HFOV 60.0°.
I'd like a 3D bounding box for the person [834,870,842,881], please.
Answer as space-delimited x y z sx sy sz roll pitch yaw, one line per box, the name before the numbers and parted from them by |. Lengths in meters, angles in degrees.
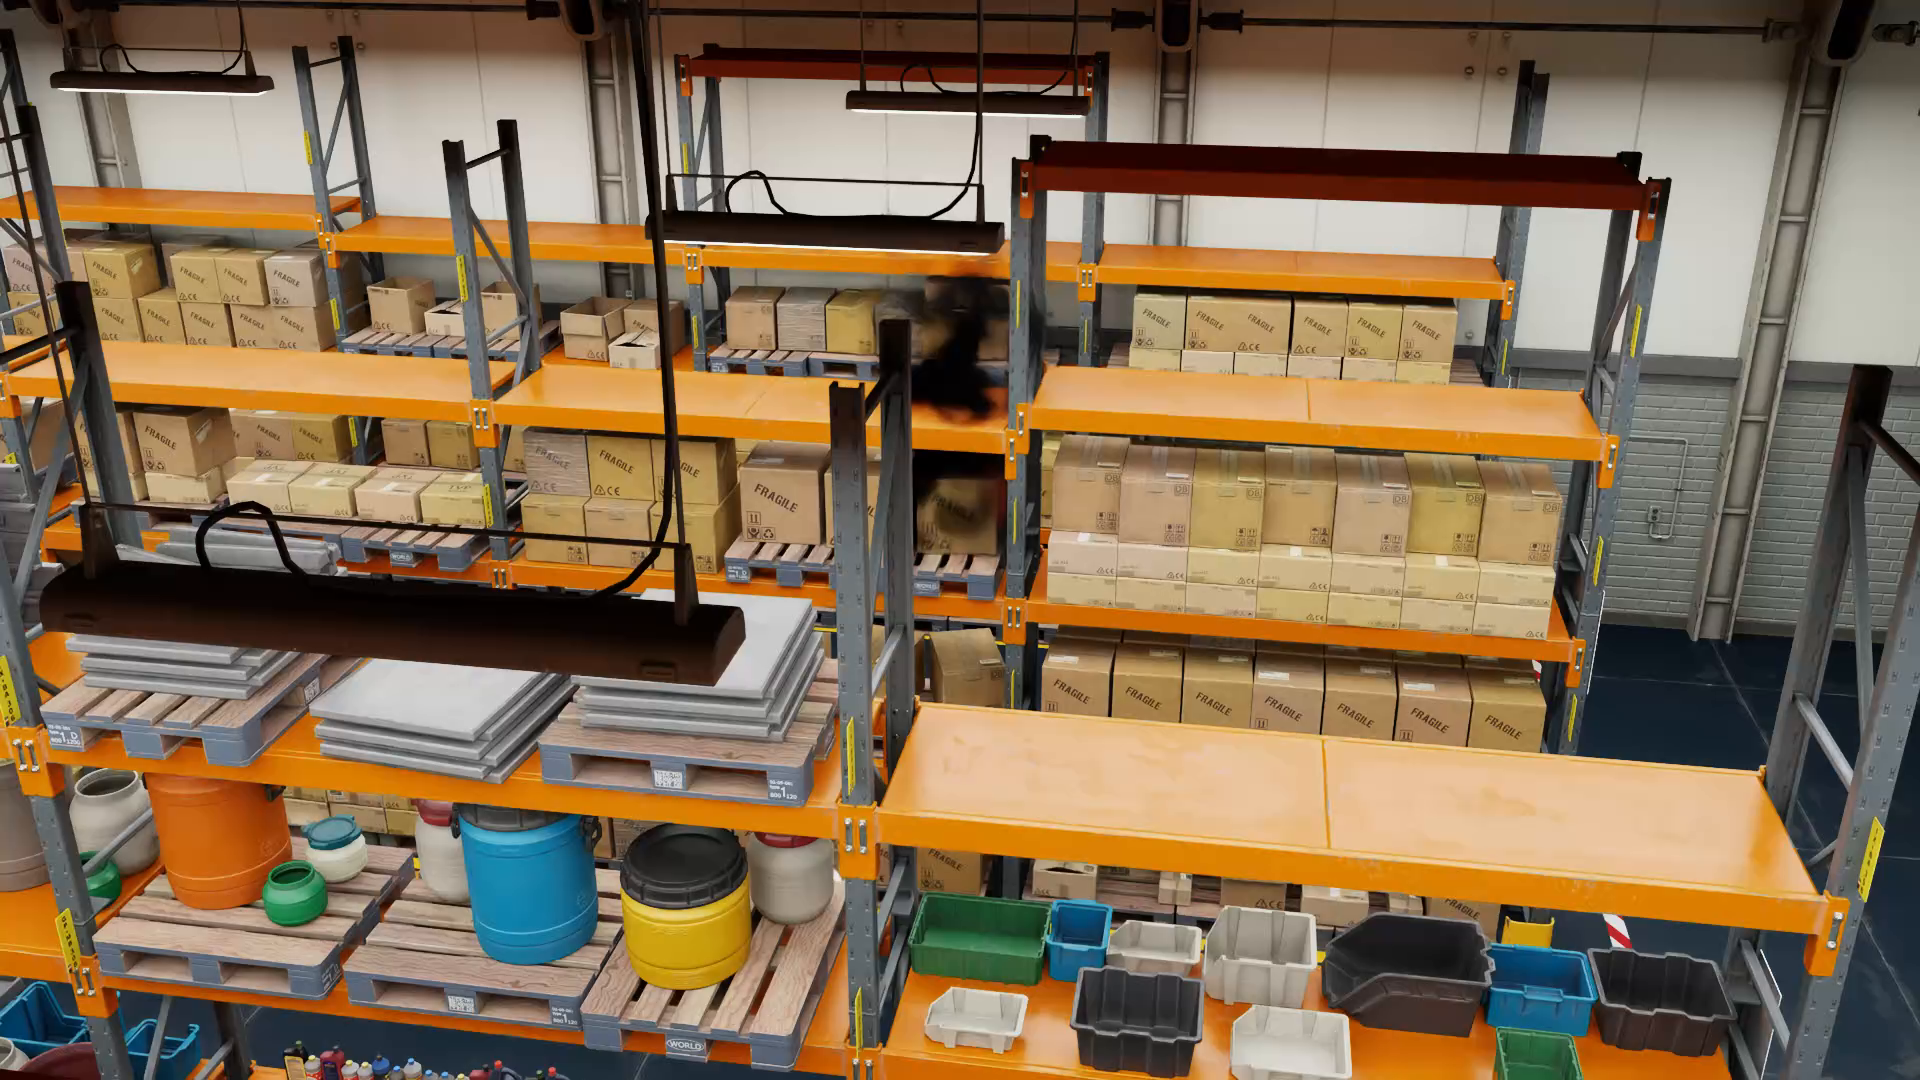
person | -1.013 2.609 11.359 0.858 1.706 0.588 -1 23 -3
